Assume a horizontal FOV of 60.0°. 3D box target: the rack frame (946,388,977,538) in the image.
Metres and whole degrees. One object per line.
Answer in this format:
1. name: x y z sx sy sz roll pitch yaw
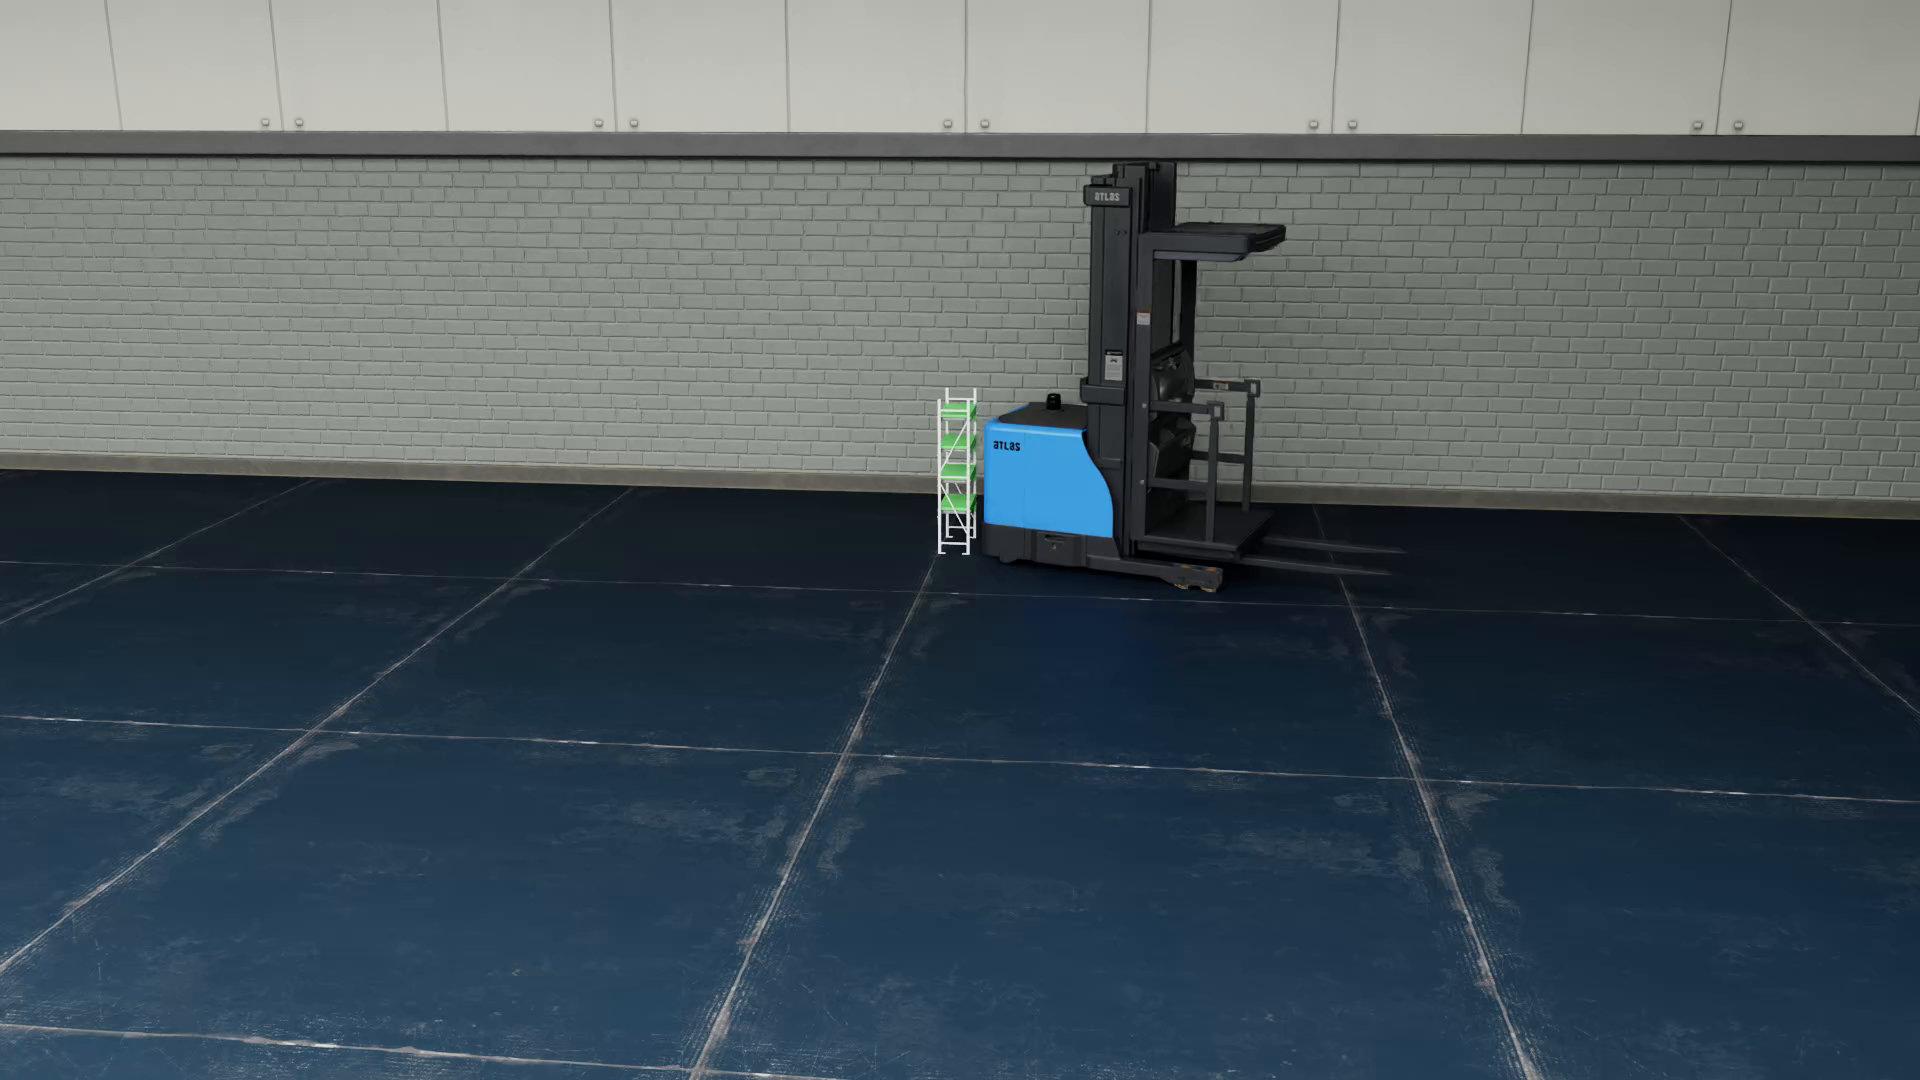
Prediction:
1. rack frame: 0.009 -0.600 13.081 0.240 1.200 0.015 2 15 6

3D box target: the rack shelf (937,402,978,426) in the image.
1. rack shelf: -0.019 -0.938 12.738 0.258 0.148 0.480 2 15 6

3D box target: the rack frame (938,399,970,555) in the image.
1. rack frame: -0.046 -0.473 12.613 0.240 1.200 0.015 2 15 6

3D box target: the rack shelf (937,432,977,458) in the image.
1. rack shelf: -0.019 -0.706 12.801 0.258 0.148 0.480 2 15 6

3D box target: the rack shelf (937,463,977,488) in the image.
1. rack shelf: -0.019 -0.475 12.863 0.258 0.148 0.480 2 15 6

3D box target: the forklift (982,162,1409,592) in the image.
1. forklift: 1.725 -1.203 11.997 3.031 2.935 1.130 7 17 23

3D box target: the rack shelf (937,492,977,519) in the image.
1. rack shelf: -0.019 -0.243 12.926 0.258 0.148 0.480 2 15 6

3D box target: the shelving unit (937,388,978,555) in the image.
1. shelving unit: -0.019 -0.536 12.847 0.258 1.200 0.503 2 15 6
